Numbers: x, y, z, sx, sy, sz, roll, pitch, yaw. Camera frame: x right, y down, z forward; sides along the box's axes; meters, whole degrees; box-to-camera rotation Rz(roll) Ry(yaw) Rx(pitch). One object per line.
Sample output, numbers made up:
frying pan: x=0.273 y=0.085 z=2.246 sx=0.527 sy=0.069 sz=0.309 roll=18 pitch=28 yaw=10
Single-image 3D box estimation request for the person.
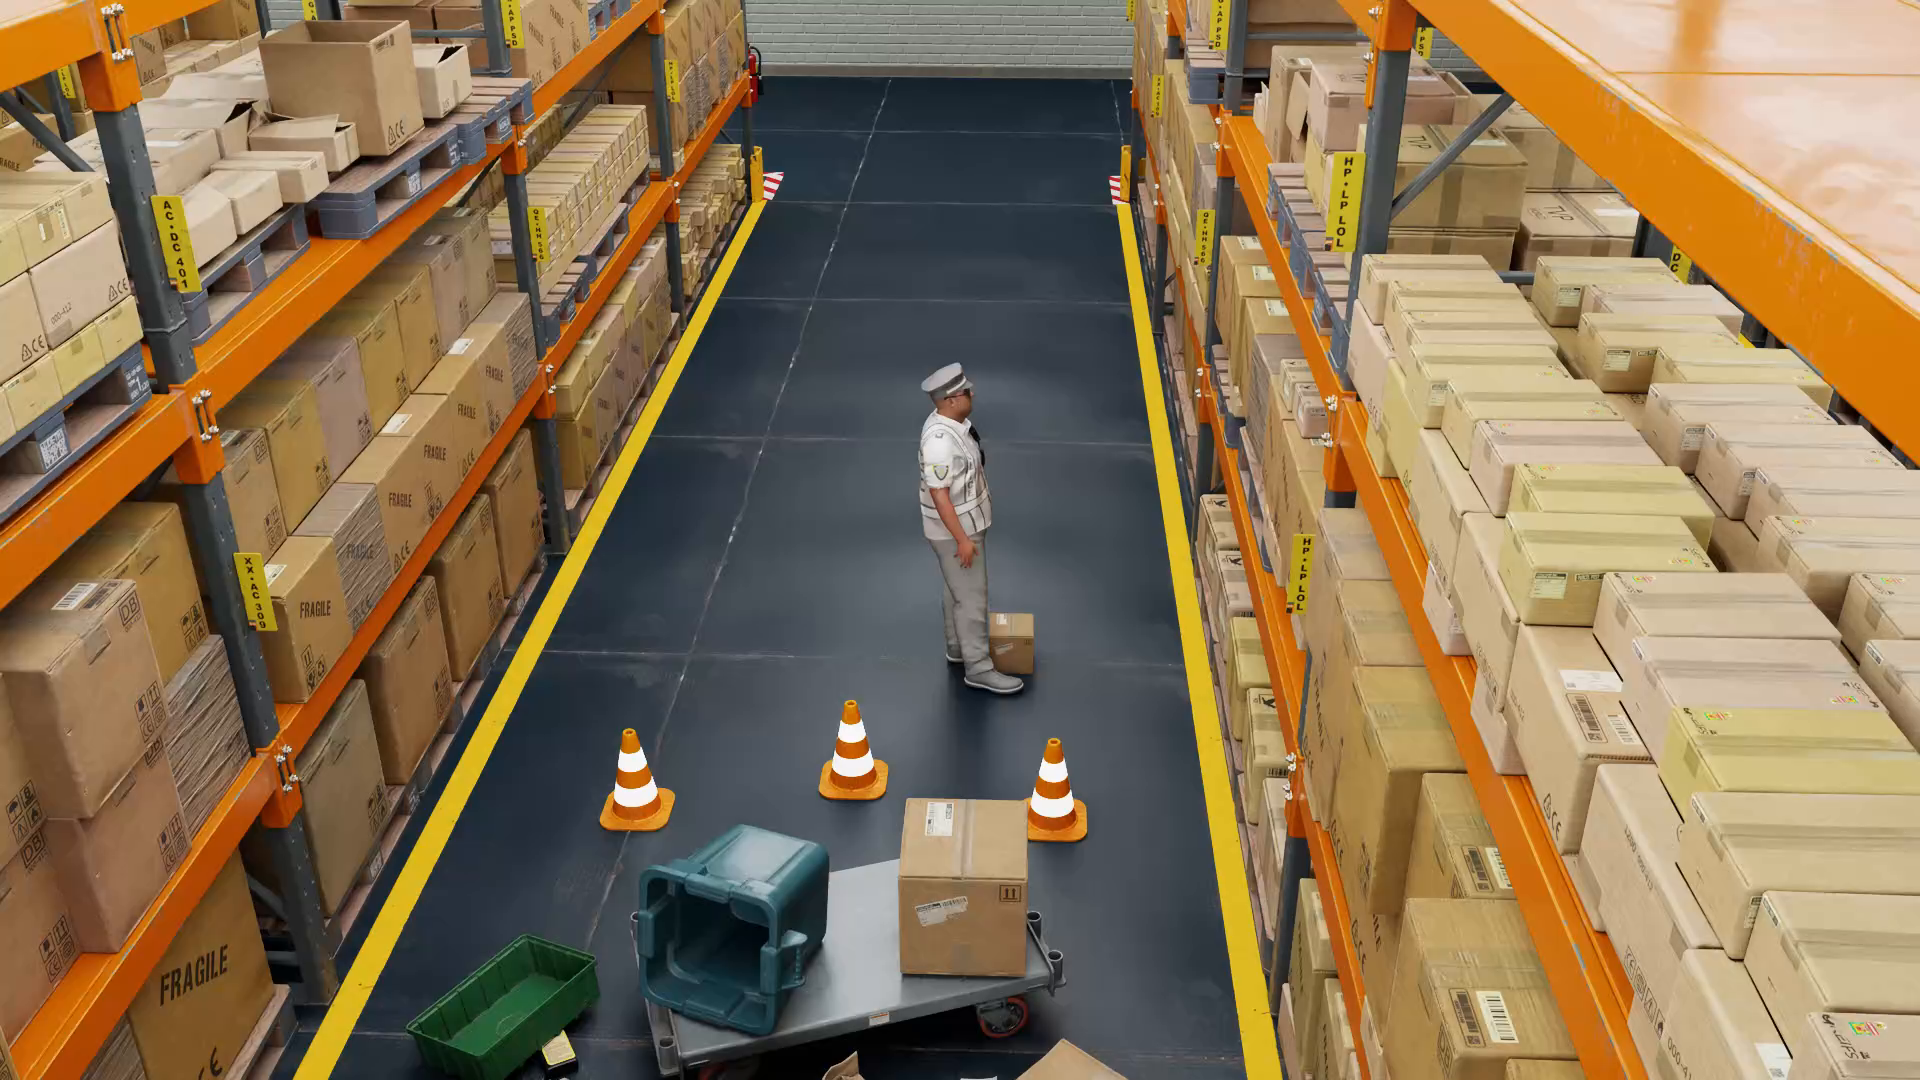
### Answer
person: x=0.072 y=-0.093 z=8.971 sx=0.573 sy=1.782 sz=0.641 roll=1 pitch=28 yaw=2
